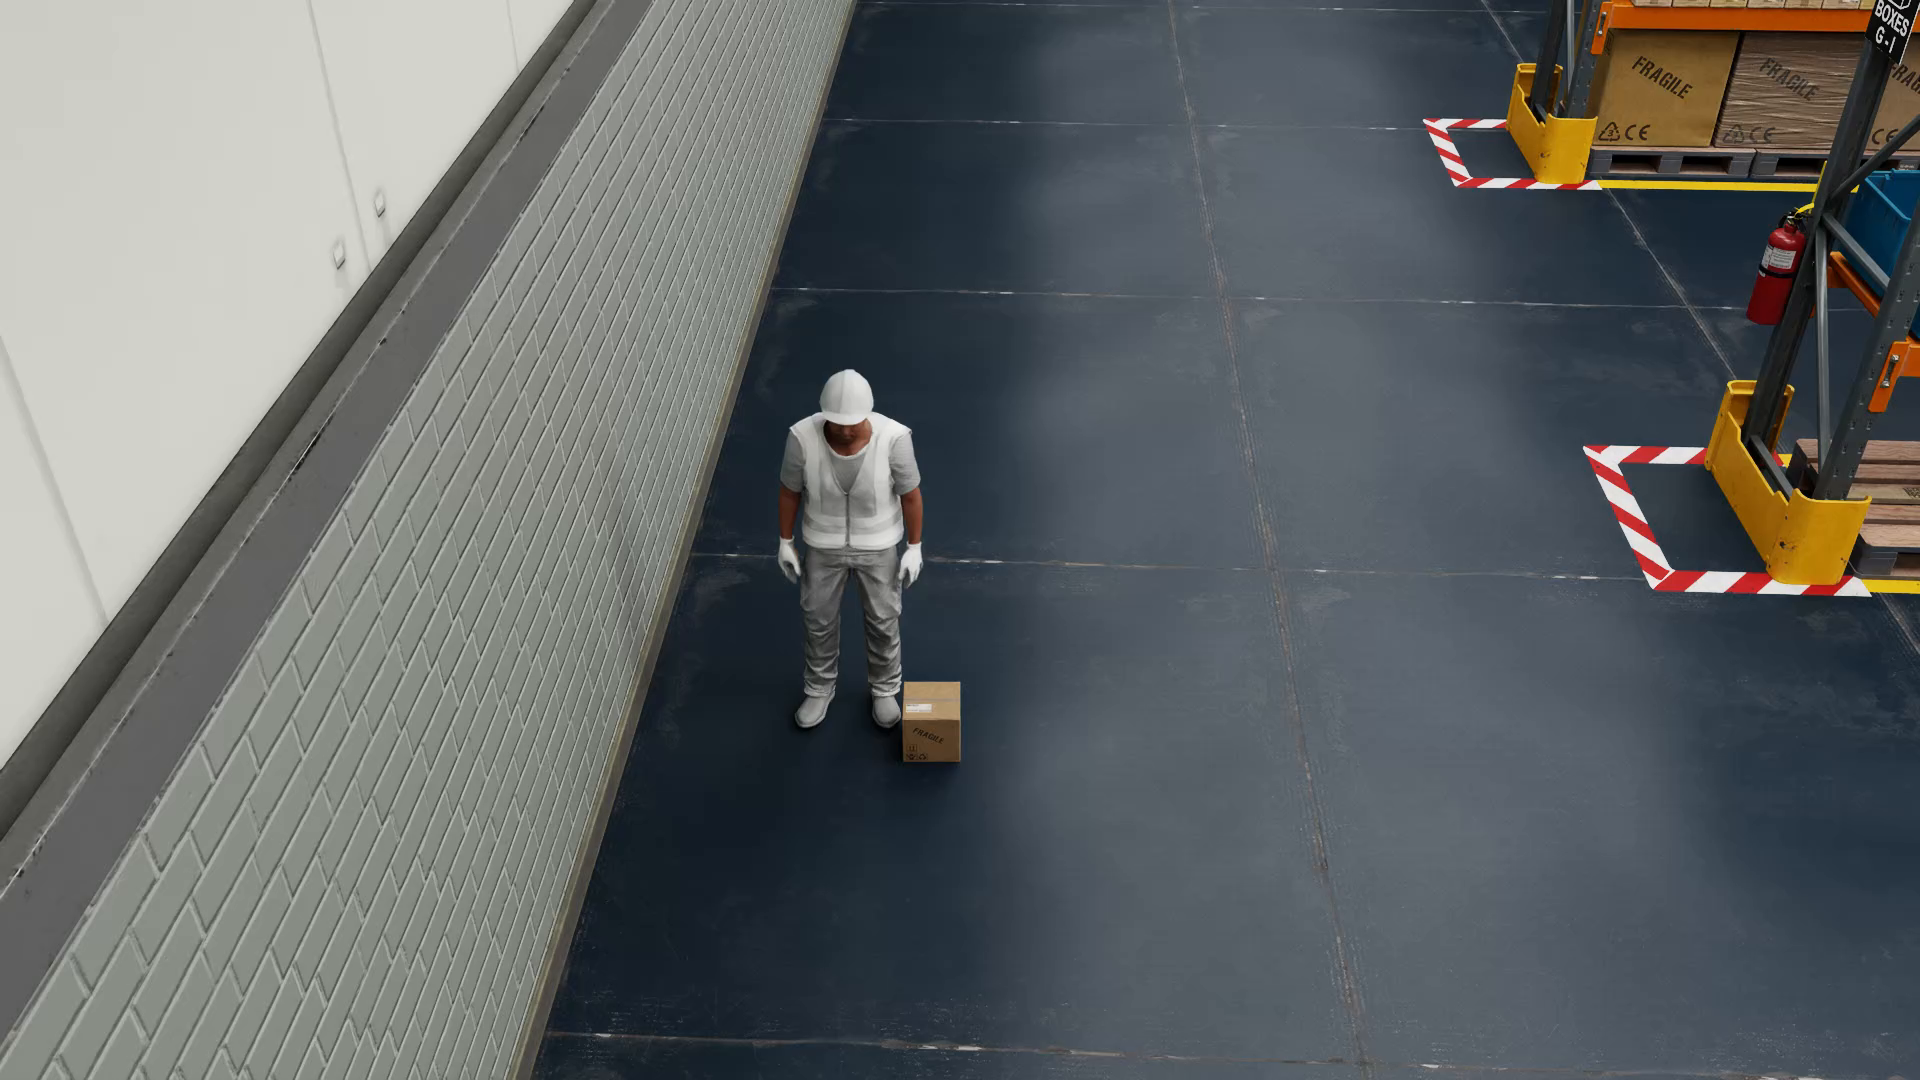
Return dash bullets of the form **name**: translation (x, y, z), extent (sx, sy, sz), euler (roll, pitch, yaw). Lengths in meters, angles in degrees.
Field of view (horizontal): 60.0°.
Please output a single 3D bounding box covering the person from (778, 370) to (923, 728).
- **person**: translation (-0.466, 0.037, 7.057), extent (0.617, 1.774, 0.450), euler (2, 35, 2)
